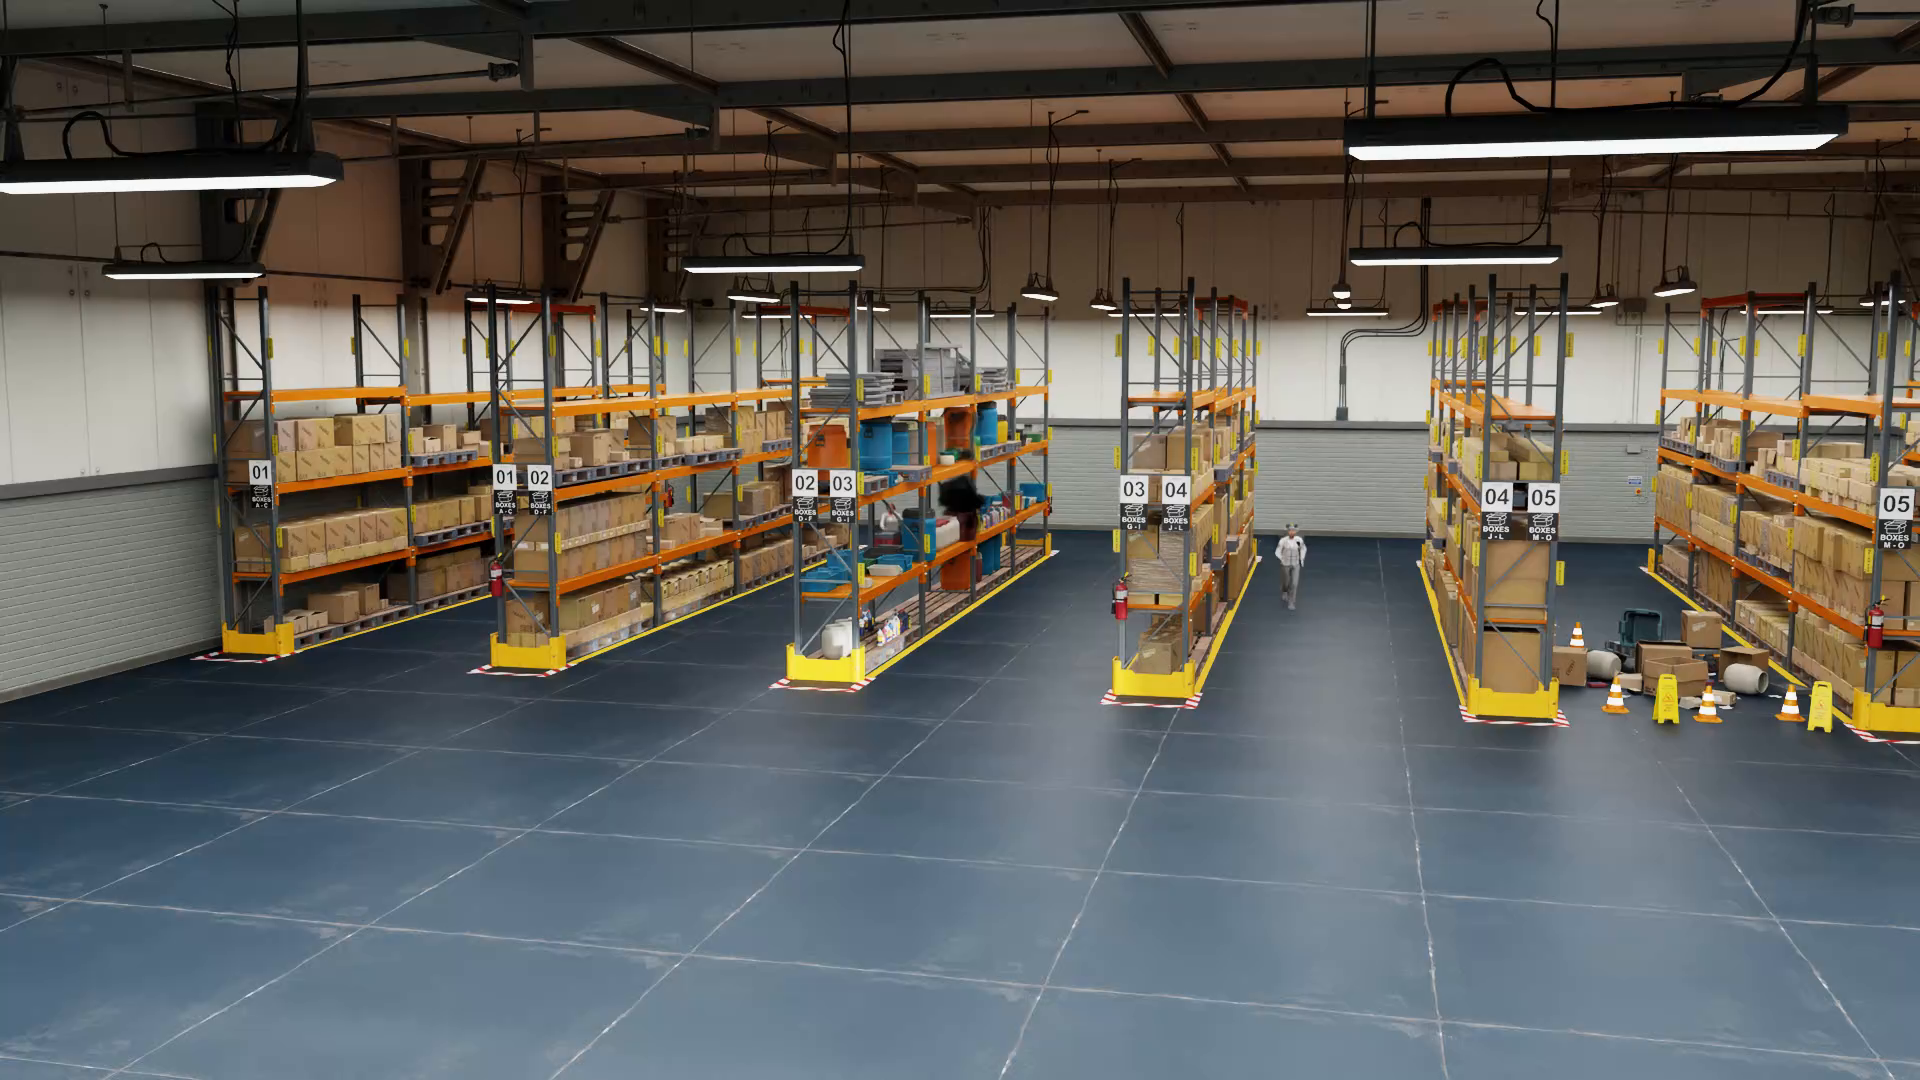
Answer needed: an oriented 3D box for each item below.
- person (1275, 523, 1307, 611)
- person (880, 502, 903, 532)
[{"bbox_3d":[6.388,0.487,32.176,0.575,1.668,0.840,1,7,7],"label":"person"},{"bbox_3d":[-1.533,-0.069,37.259,0.505,1.585,0.732,1,7,9],"label":"person"}]
